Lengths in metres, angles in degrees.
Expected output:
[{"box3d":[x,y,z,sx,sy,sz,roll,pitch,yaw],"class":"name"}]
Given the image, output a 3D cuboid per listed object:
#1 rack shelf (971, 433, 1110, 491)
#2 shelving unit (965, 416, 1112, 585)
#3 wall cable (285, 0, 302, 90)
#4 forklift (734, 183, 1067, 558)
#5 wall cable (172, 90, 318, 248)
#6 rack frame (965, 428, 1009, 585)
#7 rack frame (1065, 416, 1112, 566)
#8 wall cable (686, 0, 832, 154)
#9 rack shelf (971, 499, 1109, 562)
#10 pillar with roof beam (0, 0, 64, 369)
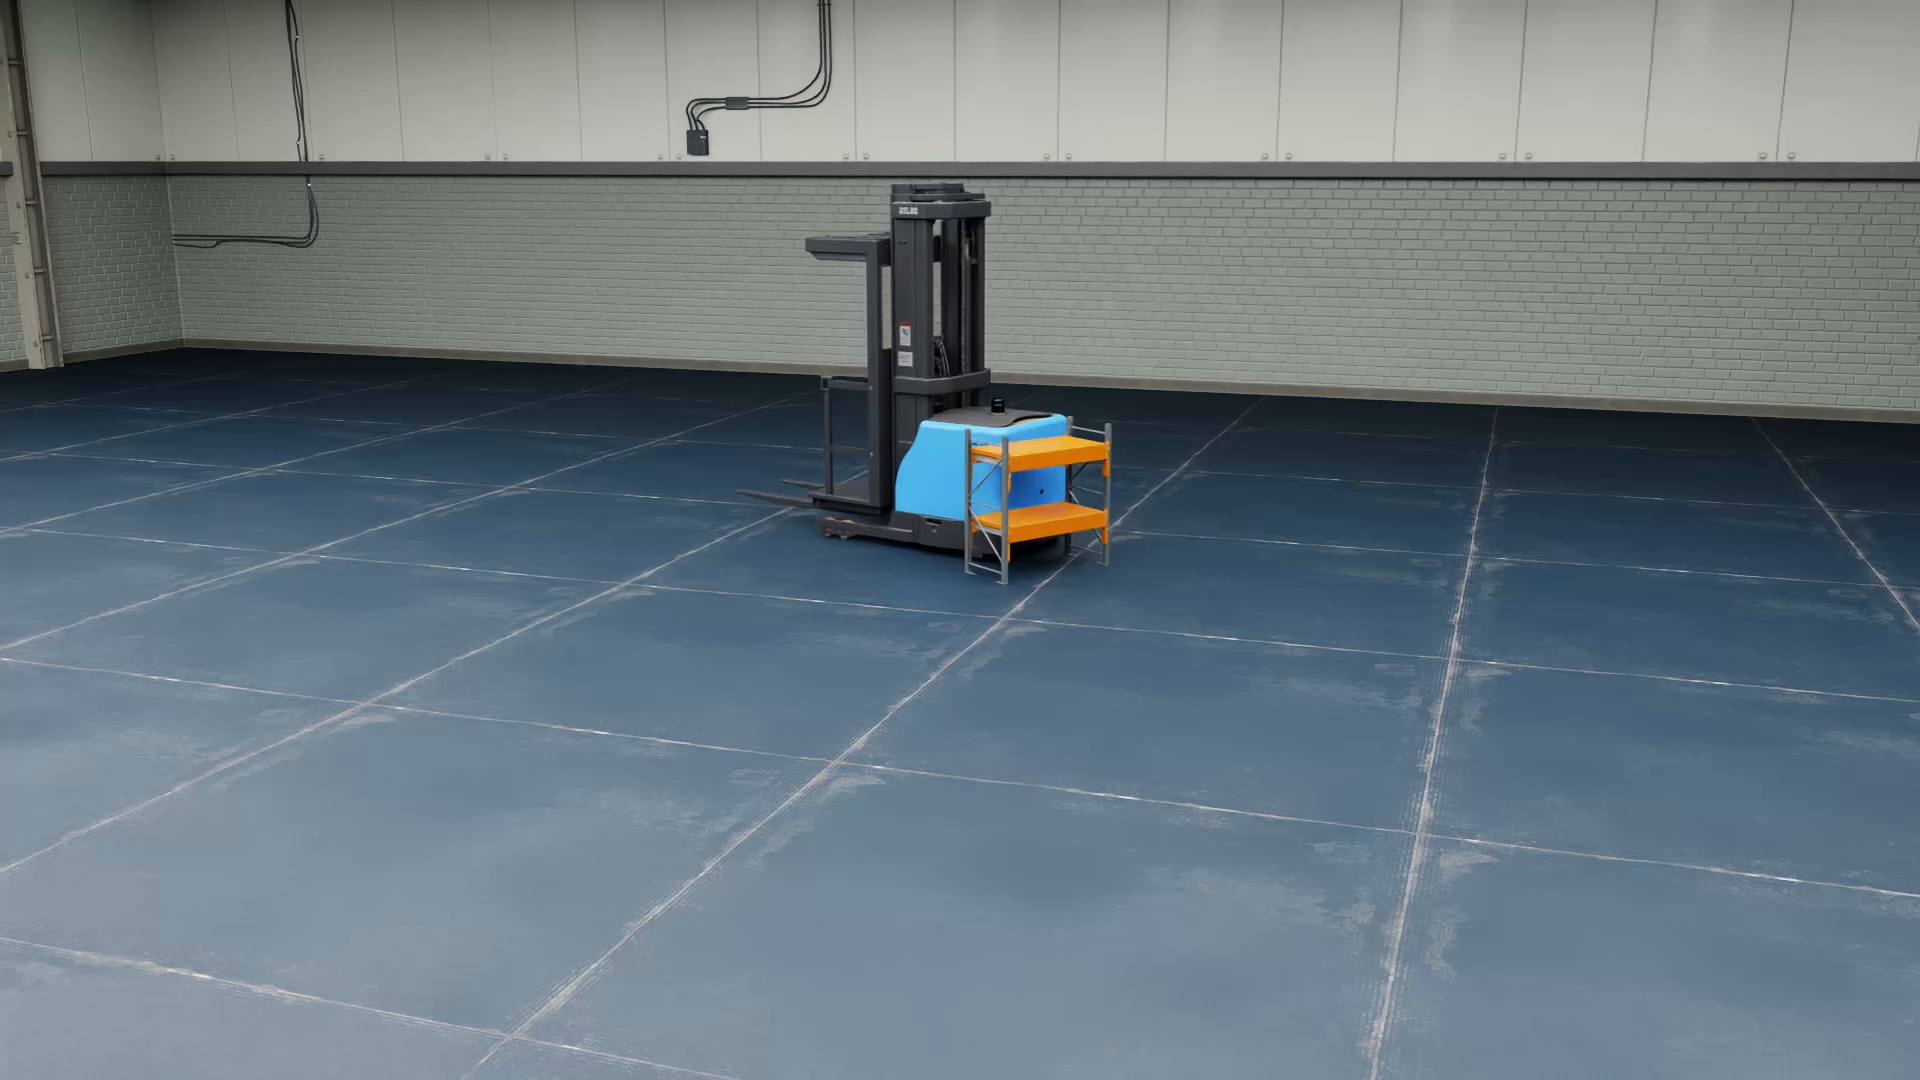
[{"box3d":[0.606,-0.609,12.812,1.000,0.278,0.538,-10,16,-36],"class":"rack shelf"},{"box3d":[0.606,-0.324,12.878,1.048,1.125,0.538,-10,16,-36],"class":"shelving unit"},{"box3d":[-9.350,-8.334,25.906,3.097,2.526,0.112,4,14,18],"class":"wall cable"},{"box3d":[-0.604,-1.520,14.061,3.031,2.935,1.130,9,16,34],"class":"forklift"},{"box3d":[-11.910,-6.066,27.322,3.097,2.526,0.112,4,14,18],"class":"wall cable"},{"box3d":[0.200,-0.256,12.579,0.032,1.125,0.500,-10,16,-36],"class":"rack frame"},{"box3d":[1.012,-0.392,13.176,0.032,1.125,0.500,-10,16,-36],"class":"rack frame"},{"box3d":[-2.932,-8.551,23.589,2.305,6.003,0.169,4,14,18],"class":"wall cable"},{"box3d":[0.606,-0.085,12.932,1.000,0.278,0.538,-10,16,-36],"class":"rack shelf"},{"box3d":[-10.041,-6.745,23.318,9.100,9.000,0.400,4,14,18],"class":"pillar with roof beam"}]
